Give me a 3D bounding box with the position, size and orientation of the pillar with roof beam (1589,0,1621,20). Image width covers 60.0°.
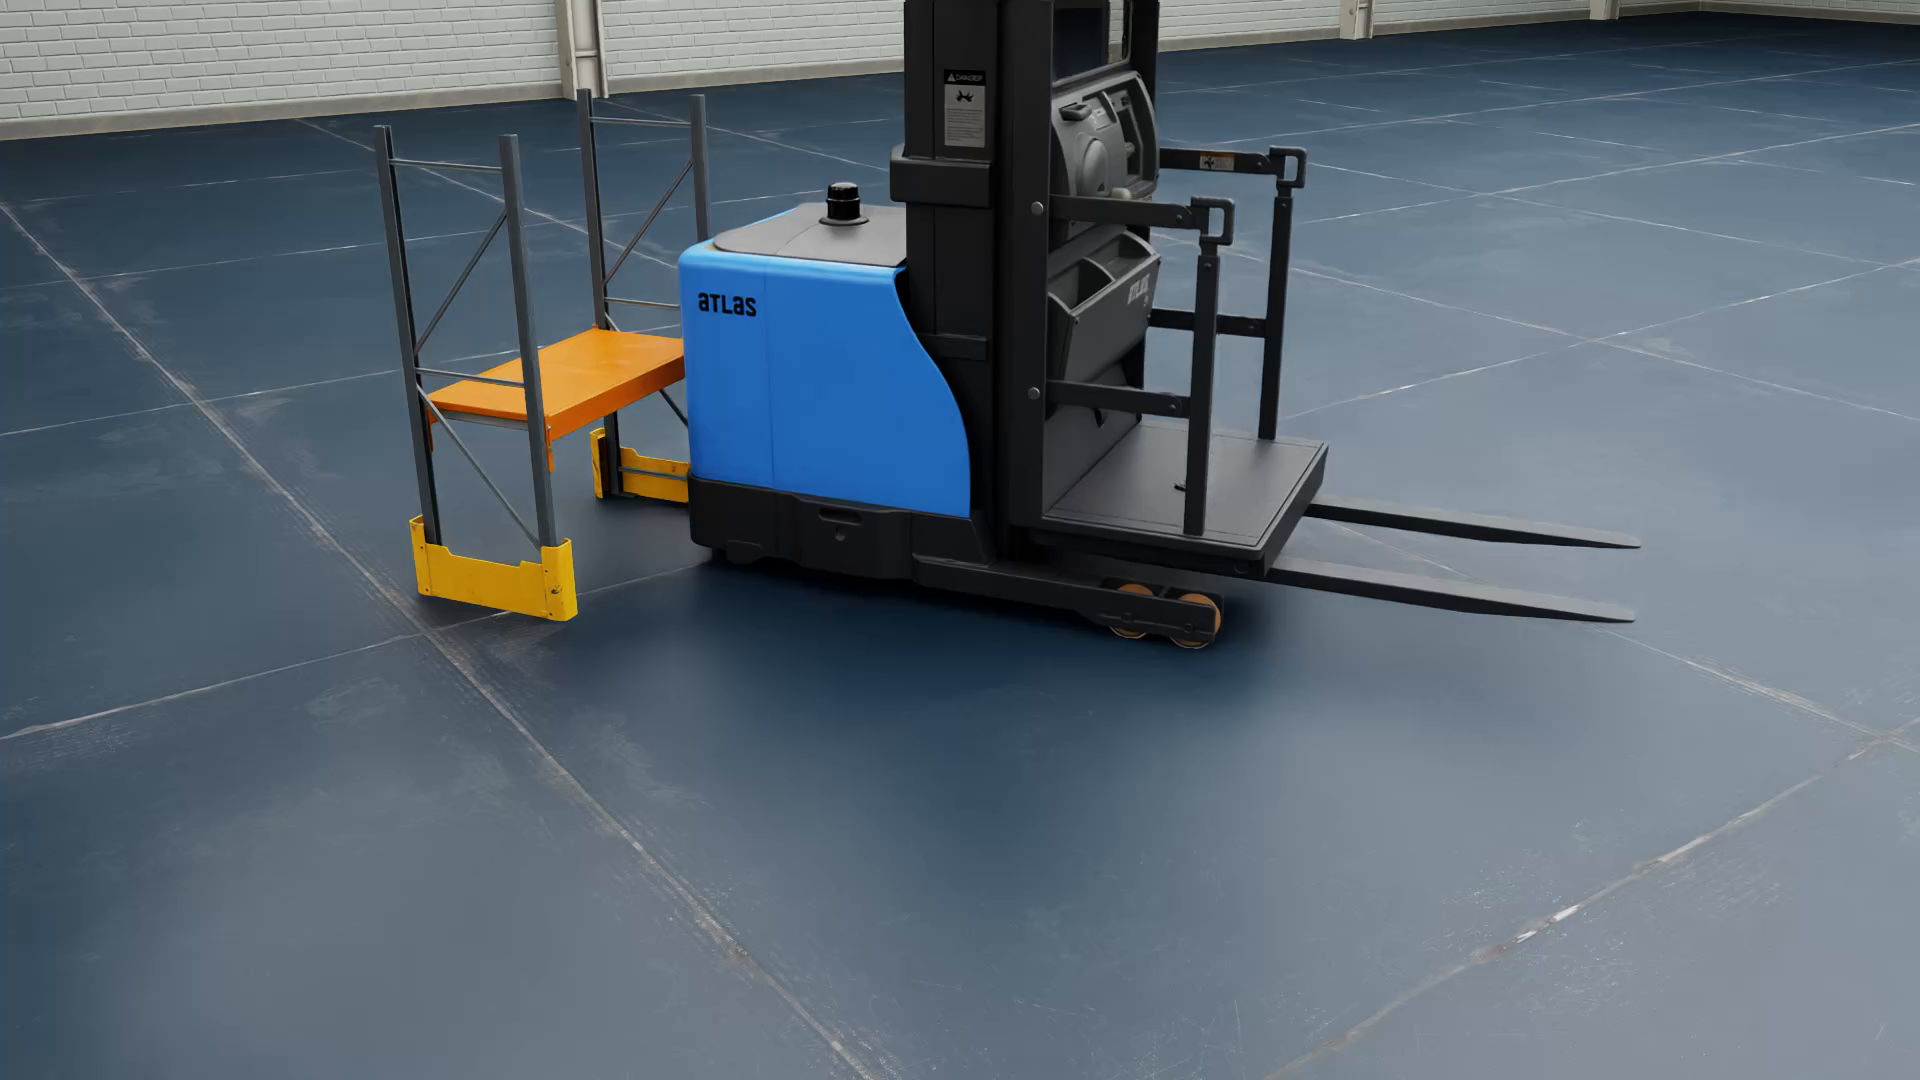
[{"bbox_3d":[13.139,-11.496,22.563,0.400,9.000,9.100,-15,26,-33],"label":"pillar with roof beam"}]

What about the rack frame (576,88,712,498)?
[{"bbox_3d":[-1.099,-0.840,5.977,0.500,1.500,0.032,9,23,22],"label":"rack frame"}]

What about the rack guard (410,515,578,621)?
[{"bbox_3d":[-1.500,0.086,5.343,0.587,0.250,0.087,9,23,22],"label":"rack guard"}]

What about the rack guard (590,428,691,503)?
[{"bbox_3d":[-1.106,-0.253,6.192,0.587,0.250,0.087,9,23,22],"label":"rack guard"}]

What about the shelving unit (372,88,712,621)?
[{"bbox_3d":[-1.303,-0.664,5.536,0.587,1.500,1.083,9,23,22],"label":"shelving unit"}]

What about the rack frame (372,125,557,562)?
[{"bbox_3d":[-1.501,-0.494,5.110,0.500,1.500,0.032,9,23,22],"label":"rack frame"}]

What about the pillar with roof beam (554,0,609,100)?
[{"bbox_3d":[-1.472,-7.600,12.799,0.400,9.000,9.100,-15,26,-33],"label":"pillar with roof beam"}]

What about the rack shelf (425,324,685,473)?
[{"bbox_3d":[-1.300,-0.500,5.610,0.538,0.185,1.000,9,23,22],"label":"rack shelf"}]

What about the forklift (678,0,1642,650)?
[{"bbox_3d":[0.641,-1.252,5.078,3.031,2.935,1.130,9,23,21],"label":"forklift"}]

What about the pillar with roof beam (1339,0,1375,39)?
[{"bbox_3d":[8.269,-10.197,19.309,0.400,9.000,9.100,-15,26,-33],"label":"pillar with roof beam"}]
